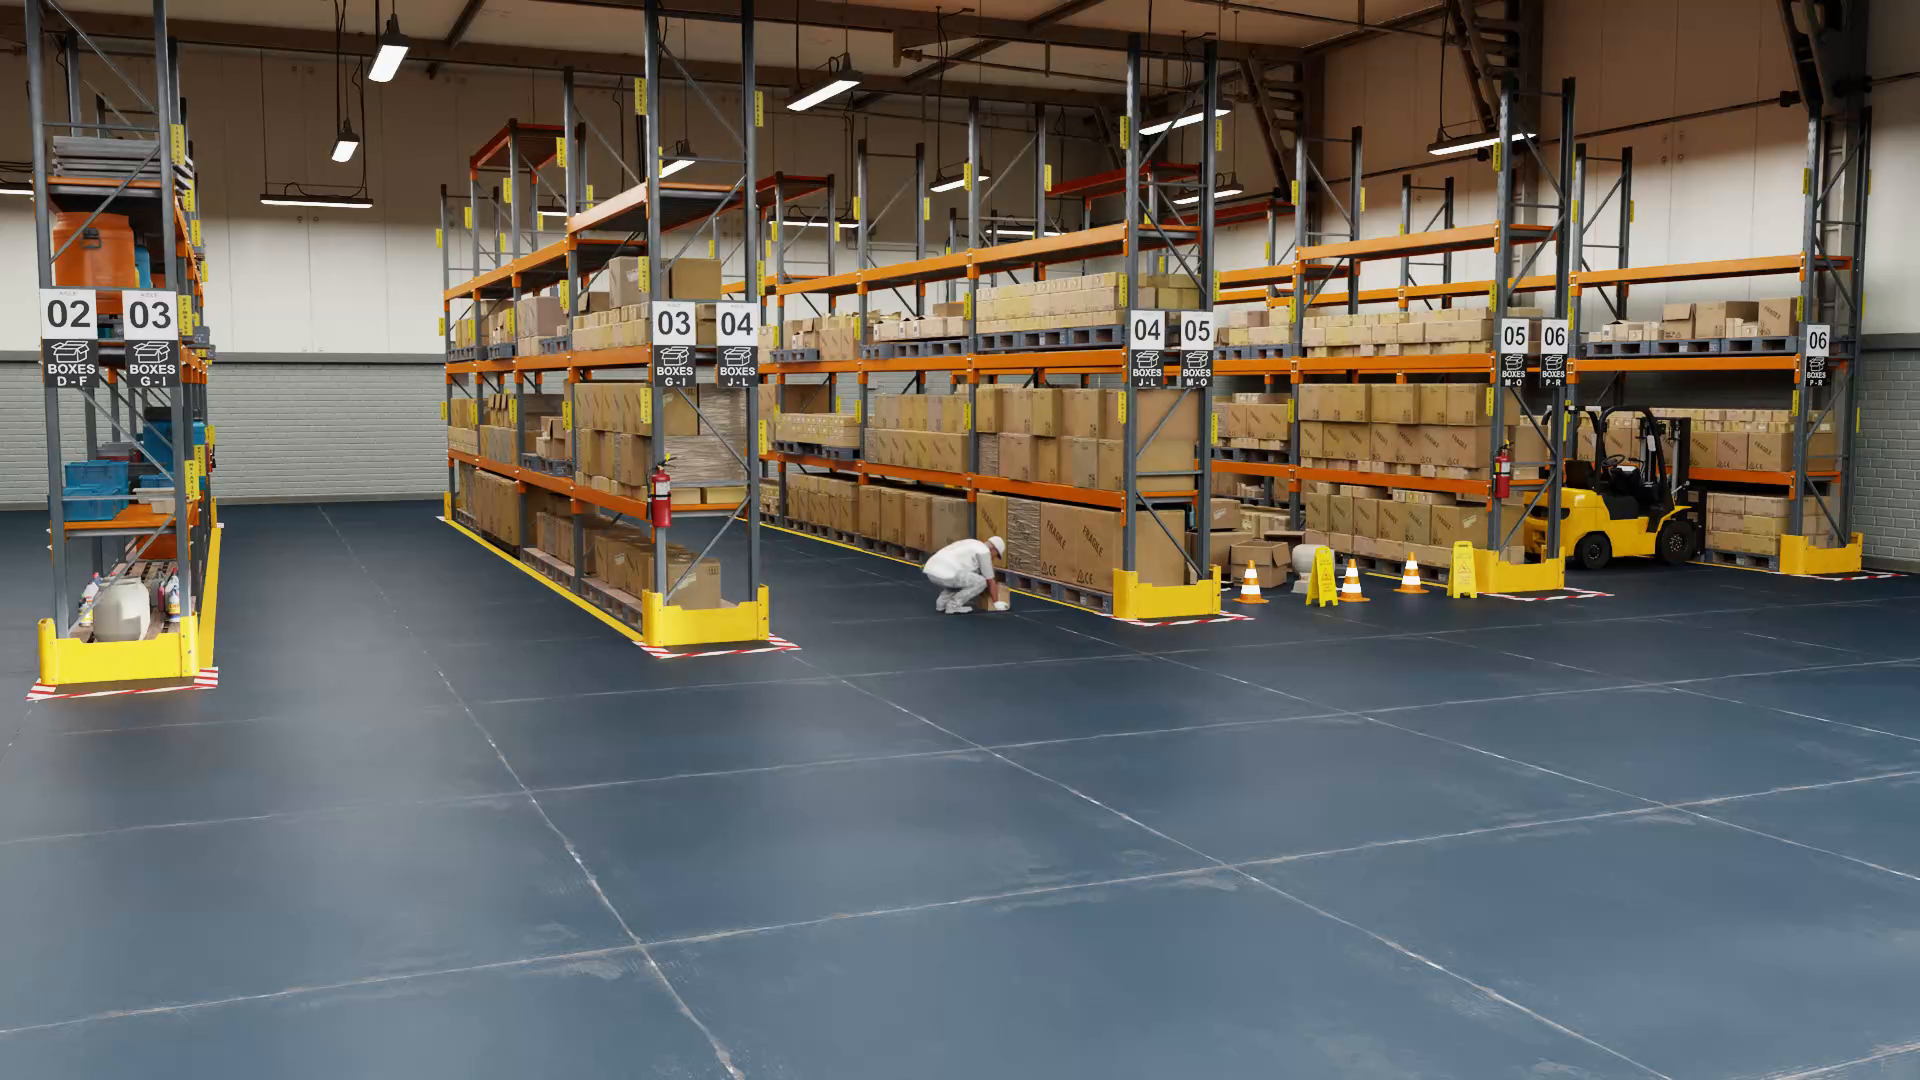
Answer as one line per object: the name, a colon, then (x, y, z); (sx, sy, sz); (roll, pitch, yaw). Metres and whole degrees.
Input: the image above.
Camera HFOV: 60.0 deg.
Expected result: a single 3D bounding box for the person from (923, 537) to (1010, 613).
person: (0.065, 0.416, 17.986); (0.949, 0.873, 0.568); (-2, 6, -25)
